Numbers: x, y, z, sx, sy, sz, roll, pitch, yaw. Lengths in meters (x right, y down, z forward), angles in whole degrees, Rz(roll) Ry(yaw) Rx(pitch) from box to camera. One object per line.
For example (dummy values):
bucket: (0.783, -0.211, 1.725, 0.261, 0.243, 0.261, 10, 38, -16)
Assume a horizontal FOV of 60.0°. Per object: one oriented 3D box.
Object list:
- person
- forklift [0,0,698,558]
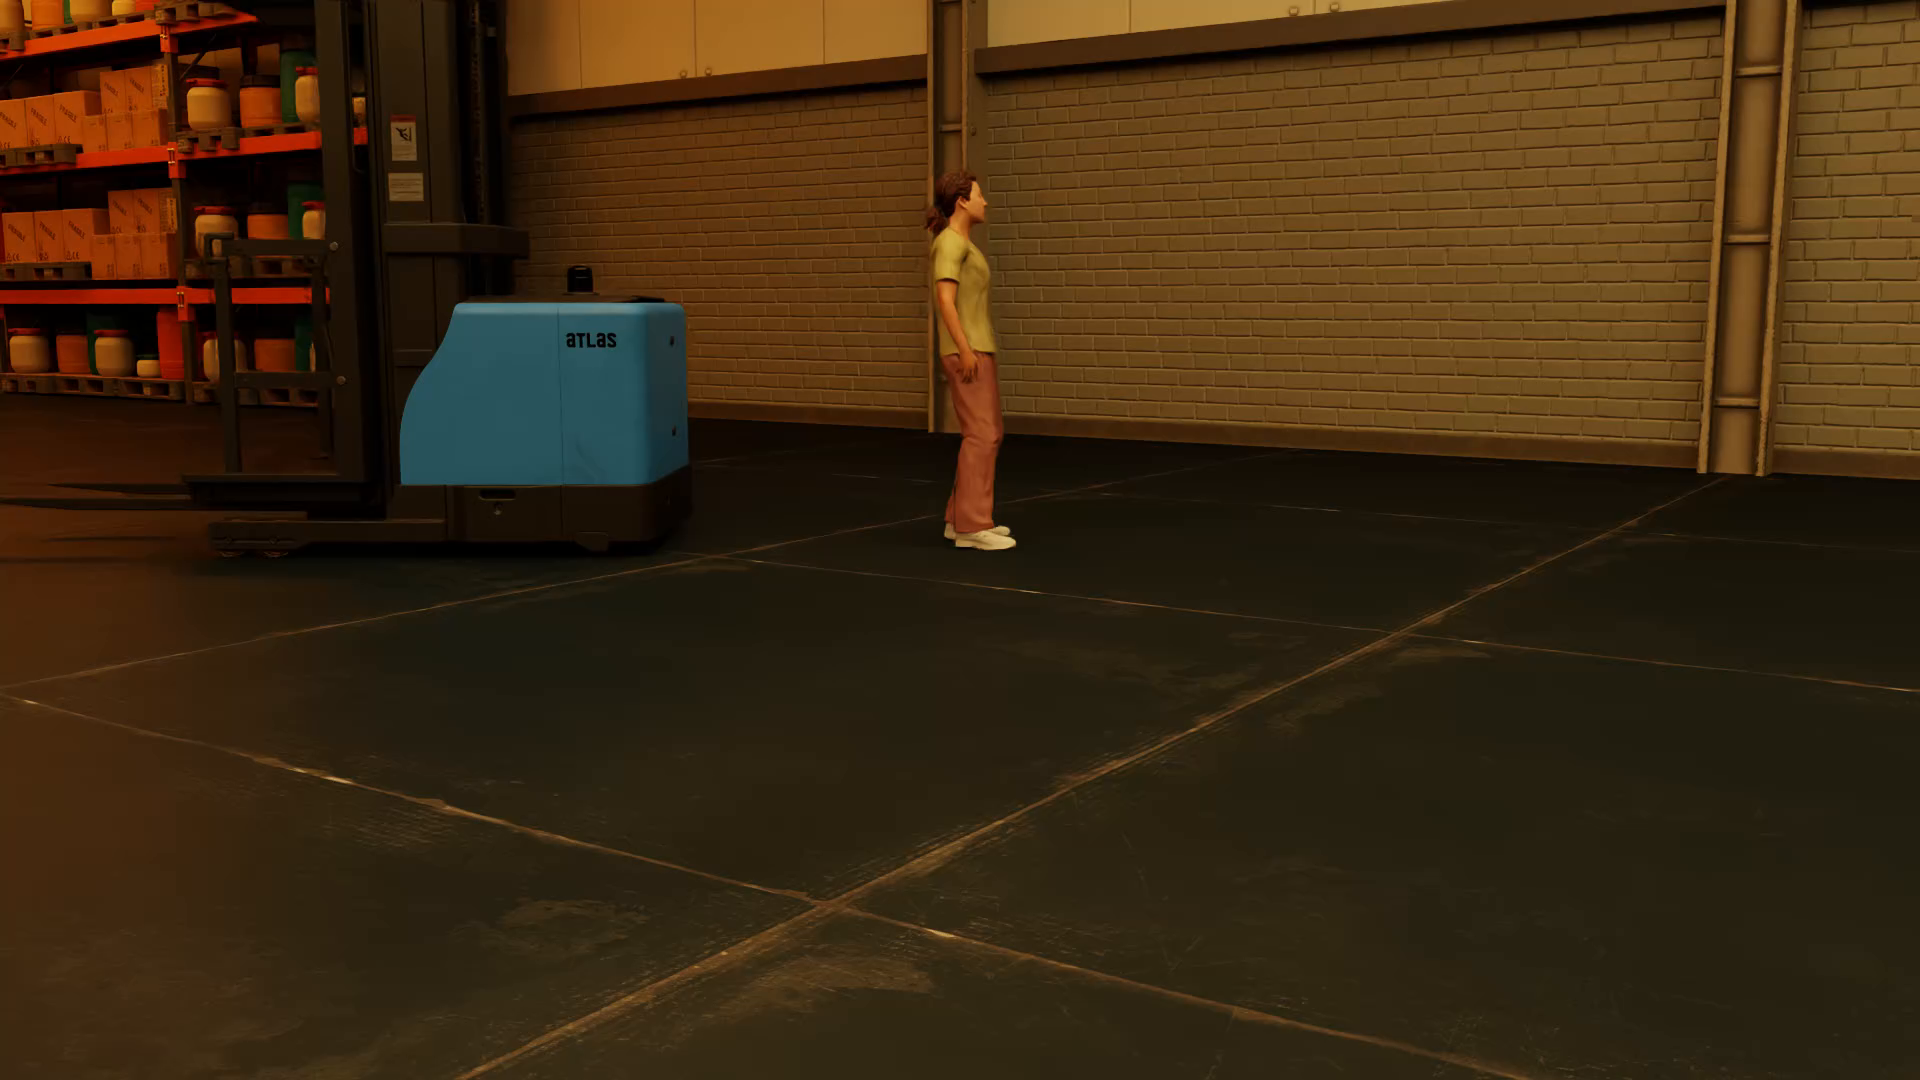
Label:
person: (0.088, -0.803, 7.463, 0.477, 1.651, 0.652, 1, 8, 6)
forklift: (-2.781, -1.450, 7.389, 3.031, 2.935, 1.130, 0, 8, 1)
